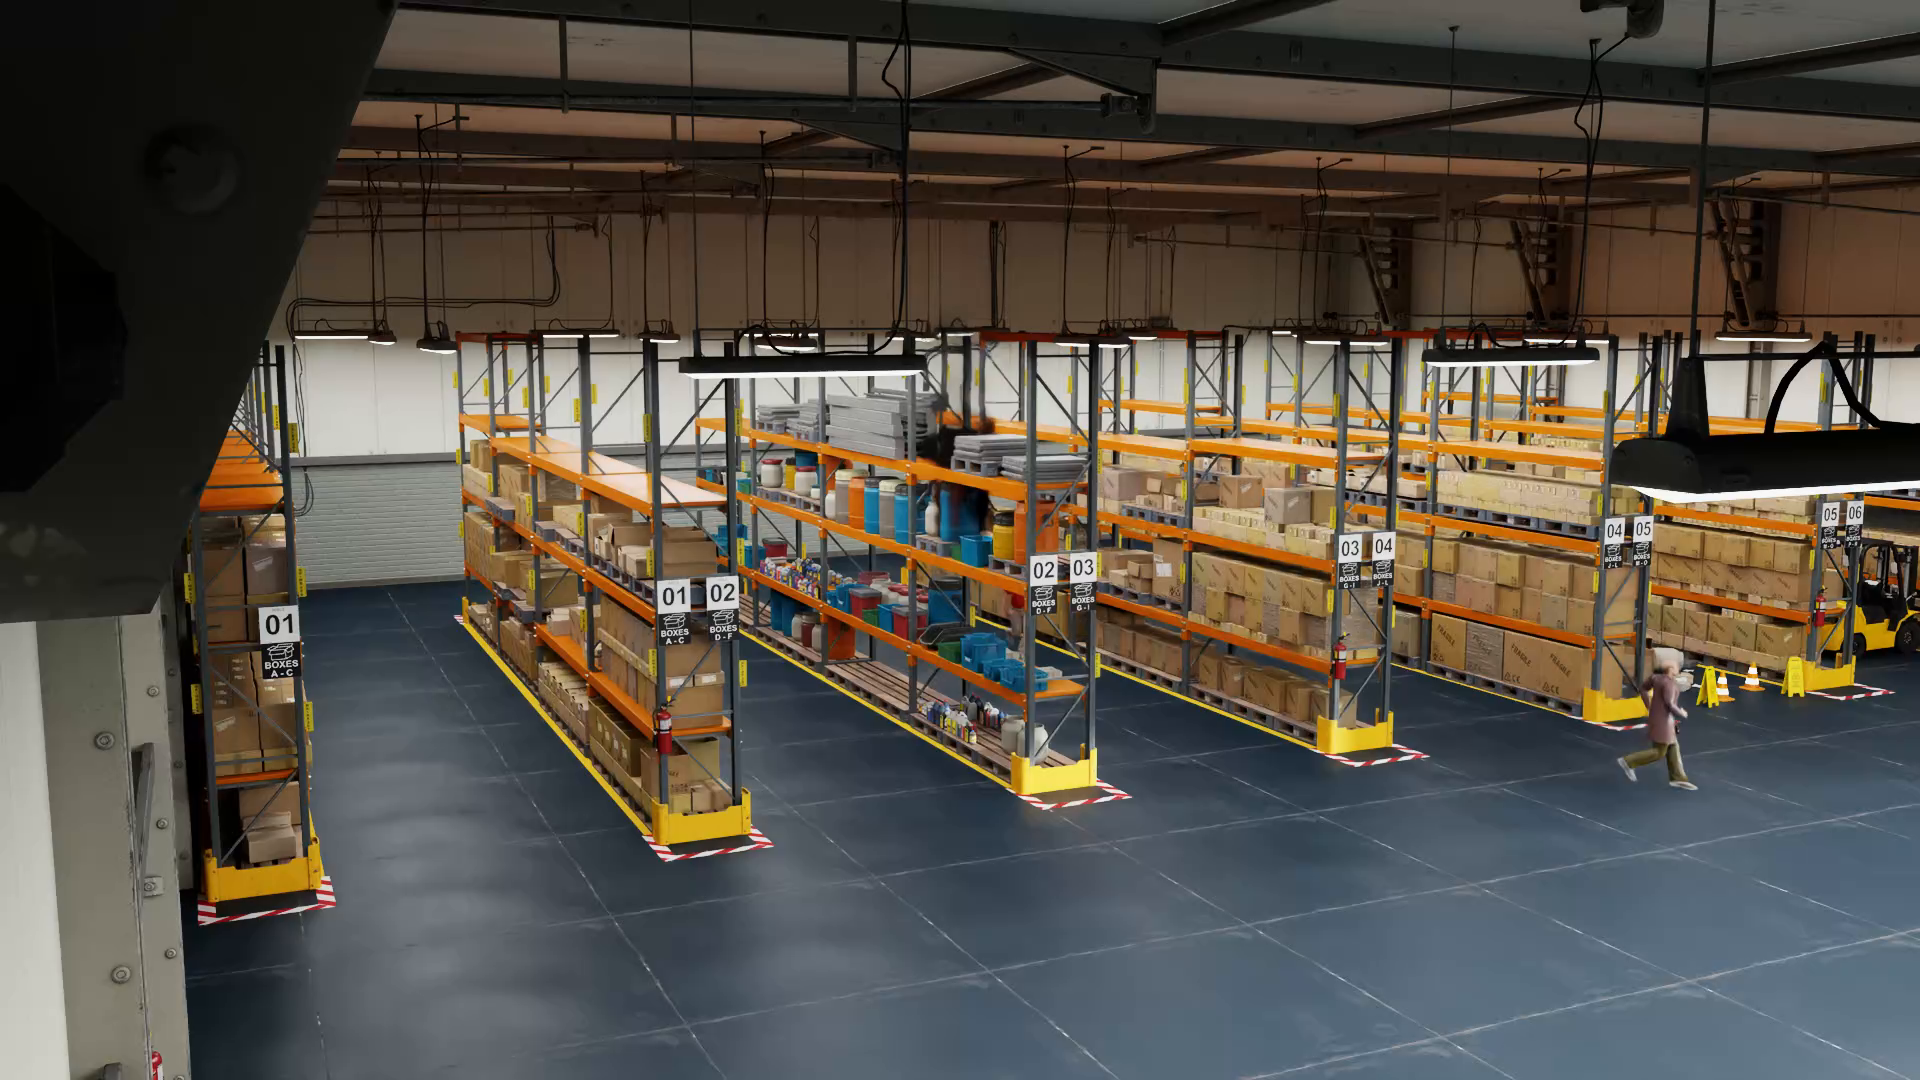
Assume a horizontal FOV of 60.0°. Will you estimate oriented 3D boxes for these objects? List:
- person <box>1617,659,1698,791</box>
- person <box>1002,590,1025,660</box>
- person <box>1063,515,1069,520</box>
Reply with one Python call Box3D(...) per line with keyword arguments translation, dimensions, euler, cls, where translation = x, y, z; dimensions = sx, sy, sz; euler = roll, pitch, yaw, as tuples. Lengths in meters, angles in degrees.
Box3D(translation=(9.370, 2.468, 22.271), dimensions=(1.060, 1.772, 0.734), euler=(1, 8, 4), cls="person")
Box3D(translation=(1.105, 1.367, 30.898), dimensions=(0.693, 1.696, 0.724), euler=(-4, 8, -25), cls="person")
Box3D(translation=(2.467, 0.212, 39.461), dimensions=(0.639, 1.621, 0.658), euler=(-2, 8, -13), cls="person")
